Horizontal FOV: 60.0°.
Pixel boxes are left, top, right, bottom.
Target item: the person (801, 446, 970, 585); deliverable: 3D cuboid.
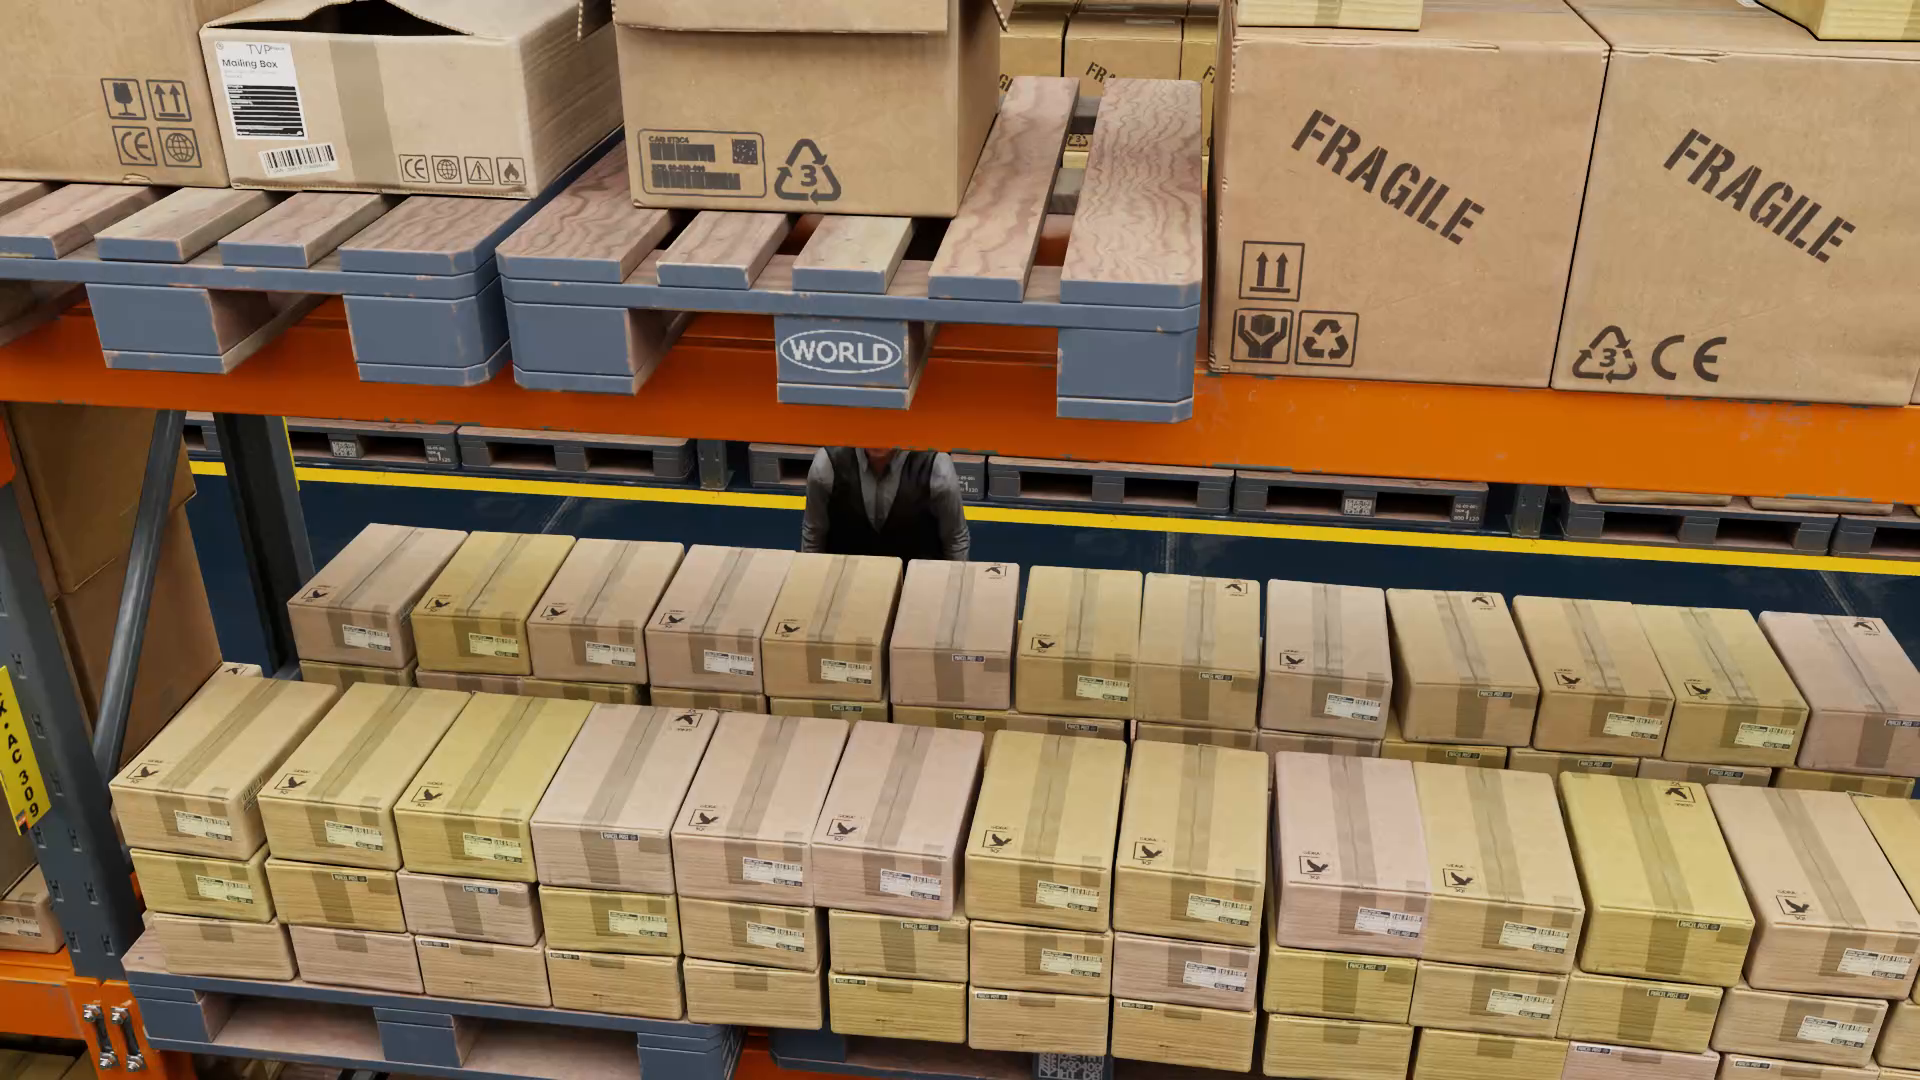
[{"bbox_3d":[-0.257,0.216,5.744,0.581,1.721,0.419,4,28,7],"label":"person"}]
